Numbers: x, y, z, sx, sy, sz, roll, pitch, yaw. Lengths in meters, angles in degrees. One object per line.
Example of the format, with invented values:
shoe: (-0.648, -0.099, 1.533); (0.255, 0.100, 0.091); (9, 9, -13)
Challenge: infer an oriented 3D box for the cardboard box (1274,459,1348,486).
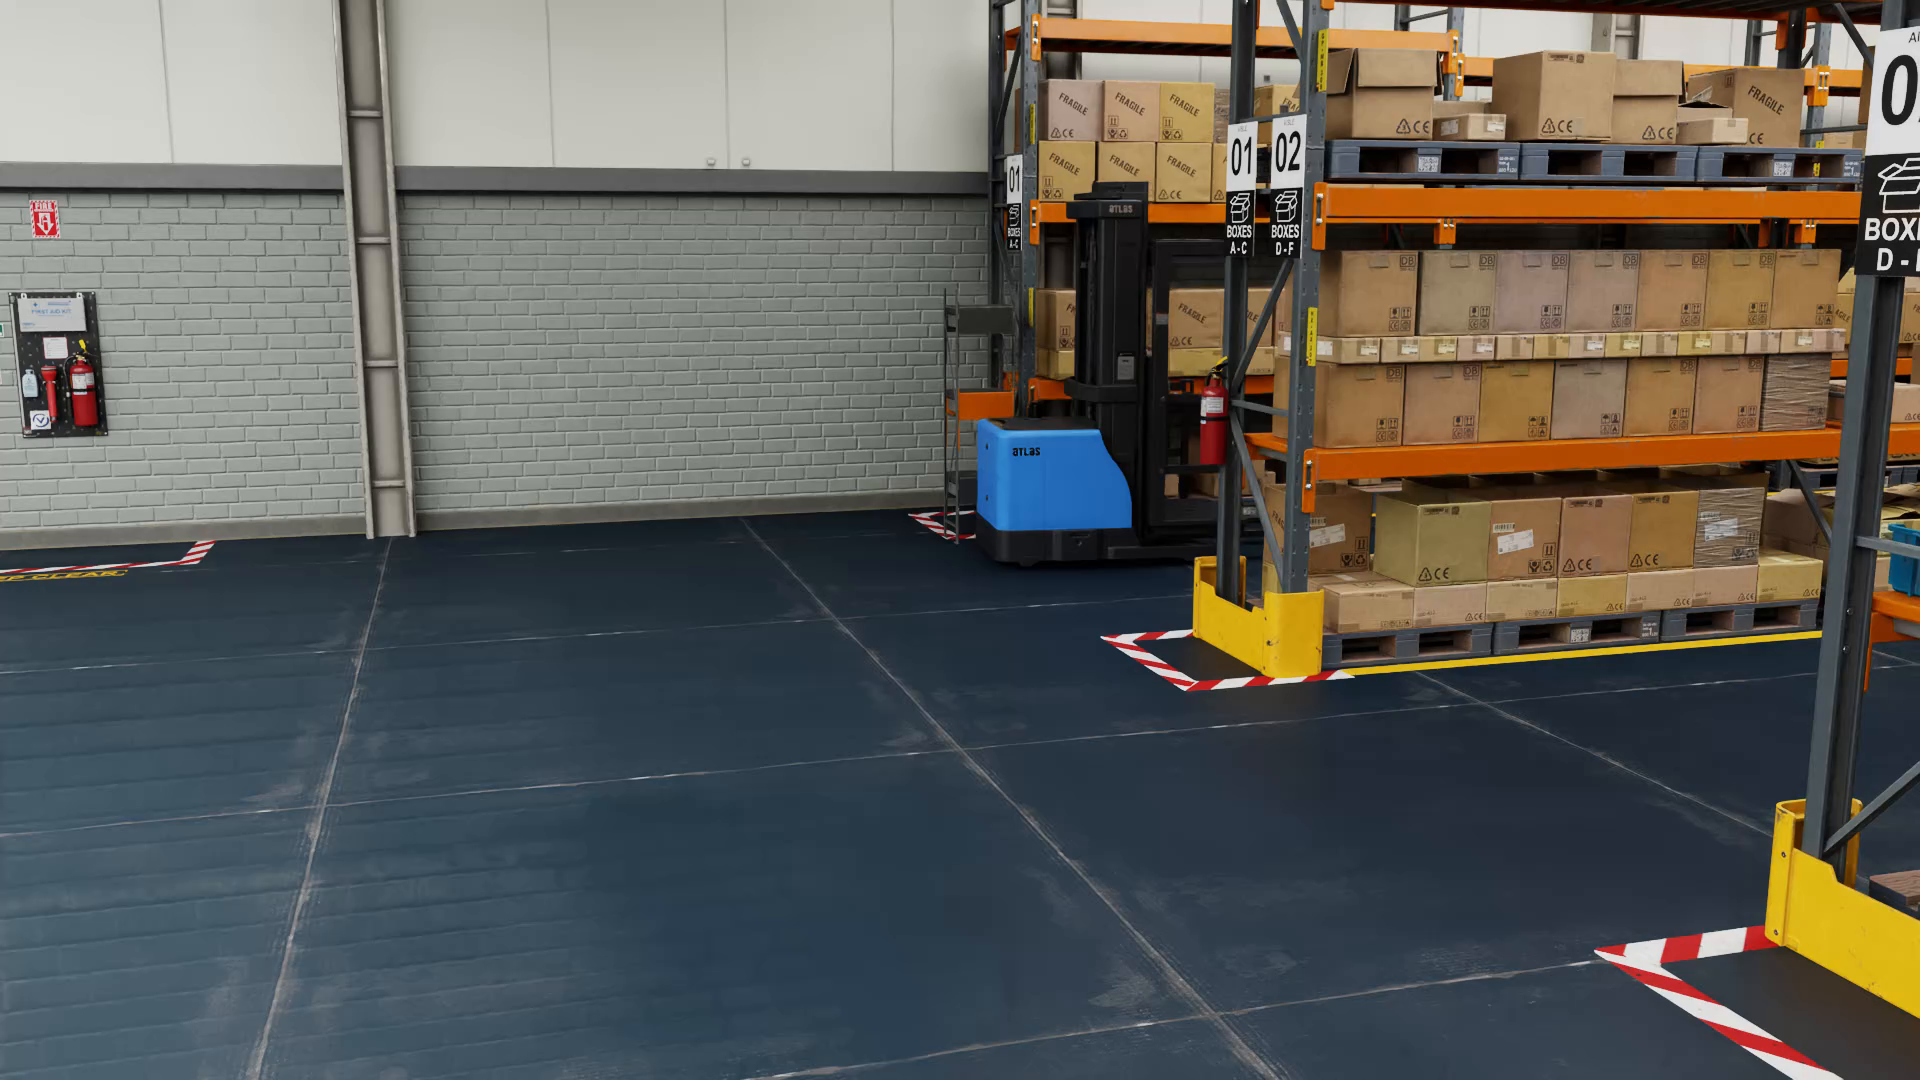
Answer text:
cardboard box: (3.303, -0.770, 15.632); (0.500, 0.500, 0.500); (-4, 11, -20)

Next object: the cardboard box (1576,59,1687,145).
cardboard box: (4.060, -2.721, 10.427); (0.637, 0.503, 0.797); (-2, 11, -10)

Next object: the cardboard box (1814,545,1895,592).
cardboard box: (6.133, 0.187, 11.180); (0.500, 0.250, 0.500); (-3, 11, -17)

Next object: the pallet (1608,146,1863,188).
pallet: (4.864, -2.365, 10.570); (1.213, 0.211, 1.003); (-3, 11, -16)

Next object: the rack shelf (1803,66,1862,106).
rack shelf: (10.049, -4.546, 16.976); (4.000, 0.370, 1.077); (-3, 11, -16)

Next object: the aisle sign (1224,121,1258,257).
aisle sign: (1.690, -2.105, 10.016); (0.004, 0.787, 0.394); (-3, 11, -16)

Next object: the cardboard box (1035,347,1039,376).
cardboard box: (0.842, -1.633, 14.992); (0.500, 0.250, 0.500); (-3, 11, -15)

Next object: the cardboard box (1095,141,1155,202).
cardboard box: (1.364, -3.168, 14.356); (0.500, 0.500, 0.500); (-2, 11, -12)

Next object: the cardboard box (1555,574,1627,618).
cardboard box: (3.853, 0.303, 10.551); (0.500, 0.250, 0.500); (-3, 11, -16)

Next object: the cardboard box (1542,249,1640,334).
cardboard box: (3.806, -1.569, 10.424); (0.500, 0.500, 0.700); (-3, 11, -16)

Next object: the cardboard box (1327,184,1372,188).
cardboard box: (3.383, -3.285, 14.987); (0.500, 0.500, 0.500); (-4, 11, -21)

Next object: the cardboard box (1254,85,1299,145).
cardboard box: (2.861, -3.738, 14.688); (0.500, 0.500, 0.500); (-3, 11, -18)

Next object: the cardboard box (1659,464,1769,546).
cardboard box: (5.143, -0.235, 11.403); (0.500, 0.500, 0.500); (-3, 11, -16)

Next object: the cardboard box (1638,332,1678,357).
cardboard box: (4.255, -1.234, 10.400); (0.250, 0.149, 0.380); (-3, 11, -14)

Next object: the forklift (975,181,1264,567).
forklift: (1.690, -1.336, 13.208); (3.031, 2.935, 1.130); (-2, 11, -9)

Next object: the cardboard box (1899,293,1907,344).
cardboard box: (9.172, -2.255, 16.857); (0.500, 0.500, 0.500); (-3, 11, -14)

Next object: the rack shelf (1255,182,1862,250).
rack shelf: (3.756, -2.001, 10.336); (4.000, 0.370, 1.077); (-3, 11, -16)

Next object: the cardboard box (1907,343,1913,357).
cardboard box: (9.737, -1.977, 17.141); (0.250, 0.149, 0.380); (-3, 11, -15)

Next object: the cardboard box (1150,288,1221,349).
cardboard box: (1.965, -1.965, 14.723); (0.500, 0.500, 0.500); (-3, 11, -18)

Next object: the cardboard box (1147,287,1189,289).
cardboard box: (1.822, -2.056, 15.218); (0.500, 0.500, 0.500); (-3, 11, -18)

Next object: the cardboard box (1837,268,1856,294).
cardboard box: (8.664, -2.598, 16.652); (0.500, 0.250, 0.500); (-3, 11, -15)

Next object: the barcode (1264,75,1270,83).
barcode: (2.833, -4.256, 15.349); (0.075, 0.075, 0.001); (-3, 11, -16)

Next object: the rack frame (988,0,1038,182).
rack frame: (0.447, -4.590, 14.126); (0.127, 3.000, 1.000); (-3, 11, -16)

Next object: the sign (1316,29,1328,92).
sign: (1.985, -2.626, 9.109); (0.005, 0.325, 0.100); (-3, 11, -16)

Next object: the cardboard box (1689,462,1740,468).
cardboard box: (7.452, -0.986, 16.807); (0.500, 0.500, 0.700); (-3, 11, -15)

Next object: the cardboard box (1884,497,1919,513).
cardboard box: (6.625, -0.113, 11.263); (0.500, 0.311, 0.500); (-3, 11, -17)

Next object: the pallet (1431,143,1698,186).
pallet: (3.695, -2.304, 10.238); (1.213, 0.211, 1.003); (-3, 11, -16)

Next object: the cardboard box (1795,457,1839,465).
cardboard box: (8.871, -1.208, 17.103); (0.750, 0.750, 0.750); (-3, 11, -17)

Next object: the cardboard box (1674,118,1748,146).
cardboard box: (4.594, -2.500, 10.203); (0.250, 0.149, 0.380); (-3, 11, -16)

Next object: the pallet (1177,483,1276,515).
pallet: (2.480, -0.368, 15.464); (1.213, 0.211, 1.003); (-3, 11, -16)

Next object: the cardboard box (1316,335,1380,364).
cardboard box: (2.273, -1.129, 9.829); (0.250, 0.149, 0.380); (-3, 11, -16)

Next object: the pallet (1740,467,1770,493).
pallet: (7.378, -0.634, 16.907); (1.213, 0.211, 1.003); (-3, 11, -16)

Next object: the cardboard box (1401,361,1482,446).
cardboard box: (2.790, -0.877, 10.249); (0.500, 0.500, 0.700); (-3, 11, -14)

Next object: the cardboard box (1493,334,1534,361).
cardboard box: (3.263, -1.182, 10.114); (0.250, 0.149, 0.380); (-3, 11, -18)

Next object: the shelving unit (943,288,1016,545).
shelving unit: (0.159, -1.041, 13.902); (0.503, 2.100, 0.431); (-3, 11, -16)

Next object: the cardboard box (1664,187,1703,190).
cardboard box: (6.858, -3.531, 16.317); (0.637, 0.503, 0.797); (-1, 11, -8)

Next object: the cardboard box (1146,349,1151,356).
cardboard box: (1.499, -1.574, 14.671); (0.500, 0.250, 0.500); (-3, 11, -18)

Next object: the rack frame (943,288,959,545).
rack frame: (-0.075, -1.029, 13.834); (0.015, 2.100, 0.400); (-3, 11, -16)

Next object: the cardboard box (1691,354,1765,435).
cardboard box: (4.747, -0.979, 10.804); (0.500, 0.500, 0.700); (-3, 11, -17)

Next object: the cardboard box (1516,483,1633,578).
cardboard box: (3.854, -0.066, 10.483); (0.500, 0.500, 0.500); (-3, 11, -16)

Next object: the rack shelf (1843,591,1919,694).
rack shelf: (5.137, 0.335, 5.929); (4.000, 0.370, 1.077); (-3, 11, -16)

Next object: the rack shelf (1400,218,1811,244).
rack shelf: (6.208, -3.065, 16.112); (4.000, 0.370, 1.077); (-3, 11, -16)

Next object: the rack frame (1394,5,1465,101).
rack frame: (4.288, -4.793, 15.225); (0.127, 3.000, 1.000); (-3, 11, -16)

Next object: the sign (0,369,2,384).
sign: (-7.826, -1.411, 13.328); (0.234, 0.329, 0.001); (-3, 11, -16)

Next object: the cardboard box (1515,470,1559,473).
cardboard box: (5.472, -0.904, 16.363); (0.500, 0.500, 0.700); (-3, 11, -17)

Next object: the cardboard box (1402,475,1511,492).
cardboard box: (3.223, -0.134, 10.853); (0.500, 0.500, 0.500); (-3, 11, -16)

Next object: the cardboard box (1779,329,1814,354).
cardboard box: (5.237, -1.286, 10.681); (0.250, 0.149, 0.380); (-3, 11, -17)

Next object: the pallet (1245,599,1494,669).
pallet: (2.558, 0.546, 10.495); (1.213, 0.211, 1.003); (-3, 11, -16)

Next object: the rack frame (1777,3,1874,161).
rack frame: (5.676, -3.932, 10.549); (0.127, 3.000, 1.000); (-3, 11, -16)

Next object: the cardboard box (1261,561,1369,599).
cardboard box: (2.268, 0.288, 10.630); (0.500, 0.250, 0.500); (-3, 11, -16)

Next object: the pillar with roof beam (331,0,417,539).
pillar with roof beam: (-3.680, -3.724, 9.421); (0.400, 9.000, 9.100); (-3, 11, -16)

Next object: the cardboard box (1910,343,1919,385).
cardboard box: (6.924, -1.093, 11.423); (0.500, 0.500, 0.500); (-2, 11, -12)
